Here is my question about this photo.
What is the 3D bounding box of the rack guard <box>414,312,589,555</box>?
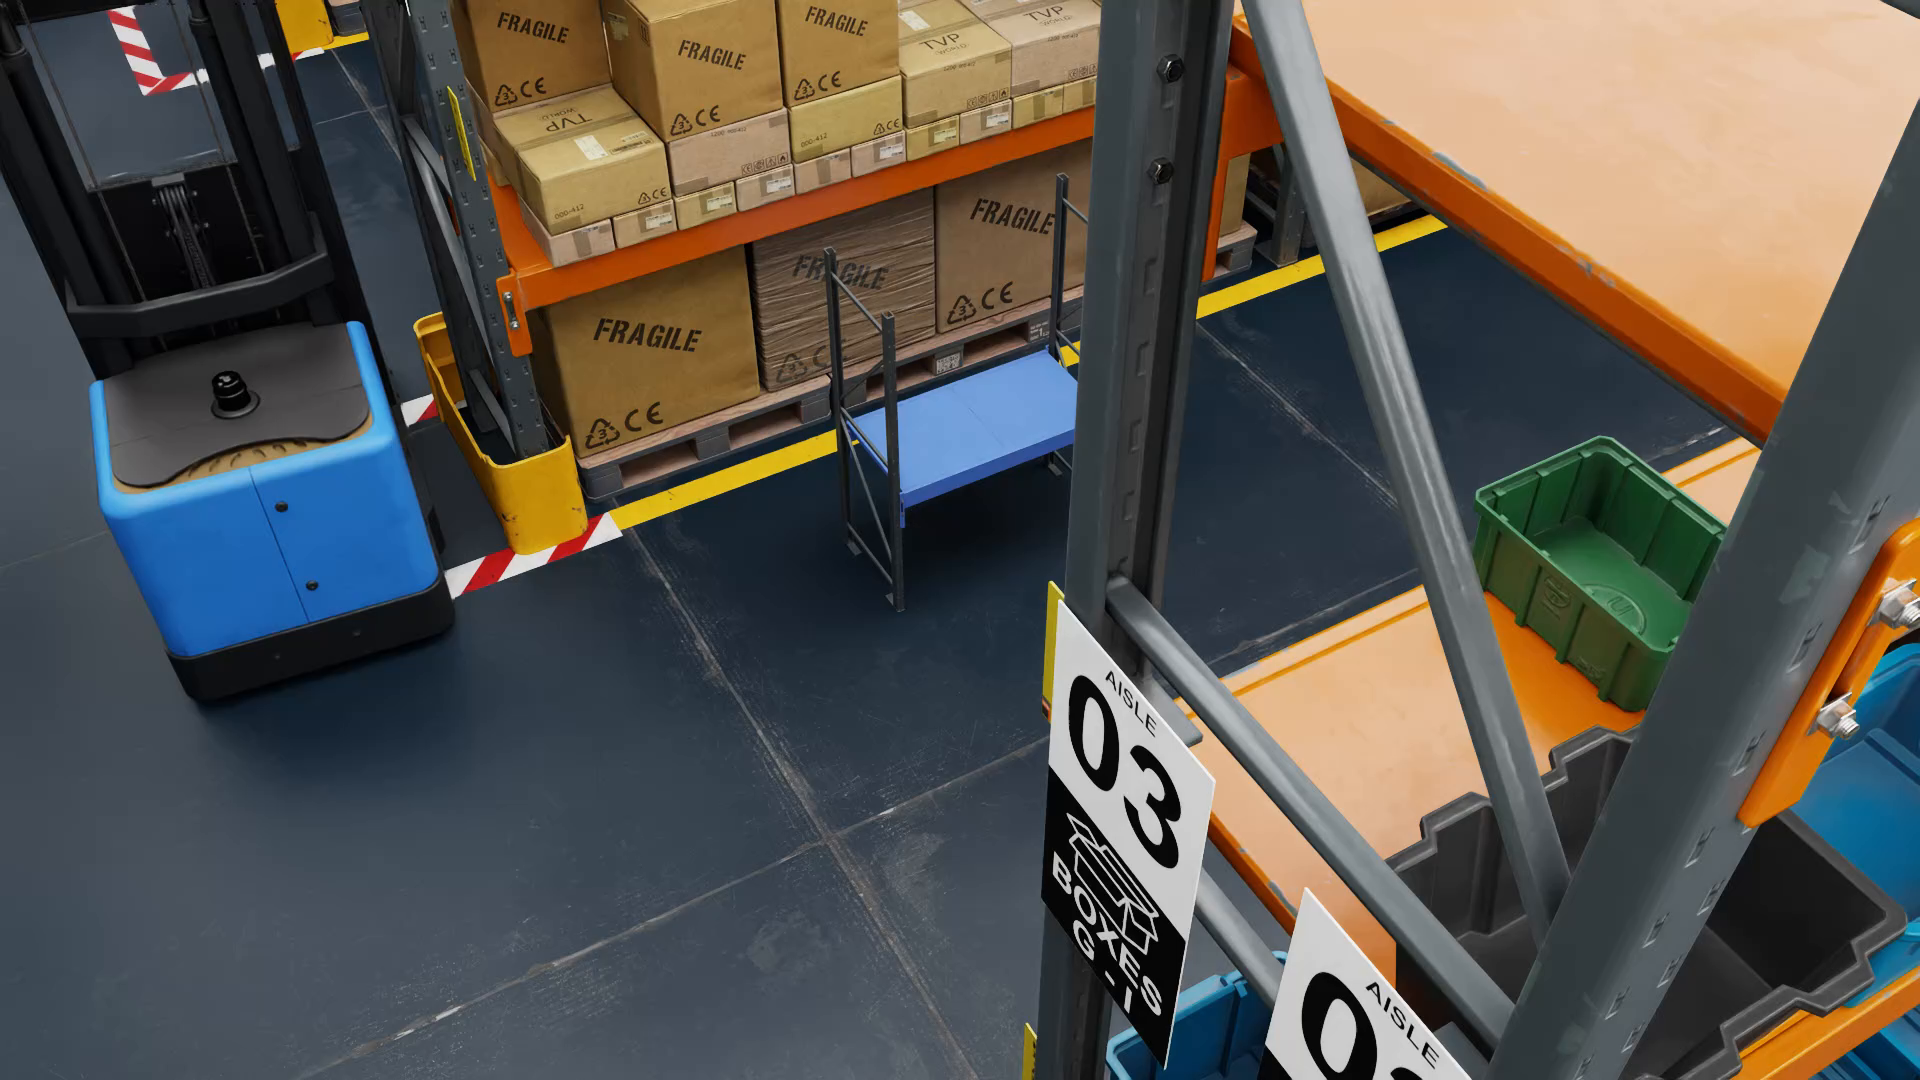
[{"bbox_3d":[-2.032,-0.509,7.345,0.348,0.500,1.175,-22,48,-21],"label":"rack guard"}]

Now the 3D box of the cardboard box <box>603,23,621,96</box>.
[{"bbox_3d":[-1.283,-1.972,6.951,0.500,0.250,0.500,-23,49,-22],"label":"cardboard box"}]

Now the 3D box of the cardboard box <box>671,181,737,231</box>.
[{"bbox_3d":[-1.096,-1.427,6.677,0.250,0.149,0.380,-23,49,-22],"label":"cardboard box"}]

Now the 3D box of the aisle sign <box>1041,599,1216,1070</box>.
[{"bbox_3d":[0.248,0.491,2.653,0.004,0.787,0.394,-22,48,-21],"label":"aisle sign"}]

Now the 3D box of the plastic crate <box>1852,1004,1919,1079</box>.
[{"bbox_3d":[2.236,1.167,3.900,0.300,0.233,0.416,-22,48,-21],"label":"plastic crate"}]

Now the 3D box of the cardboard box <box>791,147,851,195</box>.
[{"bbox_3d":[-0.649,-1.606,6.861,0.250,0.149,0.380,-23,49,-22],"label":"cardboard box"}]

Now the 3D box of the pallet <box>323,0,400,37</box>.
[{"bbox_3d":[-3.607,-3.731,10.872,1.213,0.211,1.003,-22,48,-21],"label":"pallet"}]

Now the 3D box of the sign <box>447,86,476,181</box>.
[{"bbox_3d":[-1.740,-1.417,5.807,0.005,0.325,0.100,-22,48,-21],"label":"sign"}]

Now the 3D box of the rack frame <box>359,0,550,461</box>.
[{"bbox_3d":[-2.011,-1.415,6.483,0.127,3.000,1.000,-22,48,-21],"label":"rack frame"}]

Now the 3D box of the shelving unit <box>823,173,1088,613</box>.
[{"bbox_3d":[0.074,-0.568,6.688,1.048,1.500,0.538,-22,48,-21],"label":"shelving unit"}]

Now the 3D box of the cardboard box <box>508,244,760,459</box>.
[{"bbox_3d":[-1.496,-1.073,7.356,0.875,0.875,0.875,-22,48,-21],"label":"cardboard box"}]

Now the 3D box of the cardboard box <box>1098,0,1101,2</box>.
[{"bbox_3d":[0.755,-2.632,7.093,0.500,0.500,0.500,-21,48,-21],"label":"cardboard box"}]

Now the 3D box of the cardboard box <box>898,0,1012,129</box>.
[{"bbox_3d":[-0.126,-2.012,6.993,0.500,0.250,0.500,-23,49,-22],"label":"cardboard box"}]

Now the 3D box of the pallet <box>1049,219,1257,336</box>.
[{"bbox_3d":[0.759,-1.585,8.661,1.213,0.211,1.003,-22,48,-21],"label":"pallet"}]

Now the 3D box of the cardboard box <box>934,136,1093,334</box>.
[{"bbox_3d":[0.064,-1.698,7.999,0.875,0.875,0.875,-22,48,-21],"label":"cardboard box"}]

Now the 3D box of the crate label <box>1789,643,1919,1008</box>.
[{"bbox_3d":[1.417,0.428,2.537,0.502,0.251,0.408,-22,48,-21],"label":"crate label"}]

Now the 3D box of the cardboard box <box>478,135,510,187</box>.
[{"bbox_3d":[-1.867,-1.647,6.903,0.250,0.149,0.380,-21,48,-20],"label":"cardboard box"}]

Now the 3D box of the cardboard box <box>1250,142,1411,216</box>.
[{"bbox_3d":[2.002,-2.425,8.748,0.875,0.875,1.225,-22,48,-21],"label":"cardboard box"}]

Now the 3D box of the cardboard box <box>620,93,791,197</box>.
[{"bbox_3d":[-1.013,-1.655,6.625,0.500,0.250,0.500,-22,48,-21],"label":"cardboard box"}]

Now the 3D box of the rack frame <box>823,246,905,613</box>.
[{"bbox_3d":[-0.367,-0.391,6.506,0.032,1.500,0.500,-22,48,-21],"label":"rack frame"}]

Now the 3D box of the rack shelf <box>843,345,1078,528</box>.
[{"bbox_3d":[0.074,-0.439,6.813,1.000,0.185,0.538,-22,48,-21],"label":"rack shelf"}]

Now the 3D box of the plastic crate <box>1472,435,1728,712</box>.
[{"bbox_3d":[1.169,0.061,2.961,0.336,0.188,0.450,-22,48,-21],"label":"plastic crate"}]

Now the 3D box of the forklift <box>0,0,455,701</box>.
[{"bbox_3d":[-3.103,-1.467,6.587,1.130,2.935,3.031,-17,47,-17],"label":"forklift"}]

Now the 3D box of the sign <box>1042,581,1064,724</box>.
[{"bbox_3d":[0.168,0.211,2.730,0.005,0.325,0.100,-22,48,-21],"label":"sign"}]

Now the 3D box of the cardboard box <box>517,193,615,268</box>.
[{"bbox_3d":[-1.539,-1.248,6.492,0.250,0.149,0.380,-21,48,-21],"label":"cardboard box"}]

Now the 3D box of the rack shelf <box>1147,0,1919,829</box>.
[{"bbox_3d":[2.190,-0.869,2.417,4.000,0.370,1.077,-22,48,-21],"label":"rack shelf"}]

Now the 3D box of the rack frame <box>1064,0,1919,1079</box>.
[{"bbox_3d":[0.456,-0.577,1.312,0.127,3.000,1.000,-22,48,-21],"label":"rack frame"}]

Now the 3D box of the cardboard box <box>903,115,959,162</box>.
[{"bbox_3d":[-0.206,-1.783,7.043,0.250,0.149,0.380,-23,49,-22],"label":"cardboard box"}]

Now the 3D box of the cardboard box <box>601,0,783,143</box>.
[{"bbox_3d":[-1.027,-1.914,6.353,0.500,0.500,0.500,-23,49,-22],"label":"cardboard box"}]

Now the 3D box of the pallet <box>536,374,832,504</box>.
[{"bbox_3d":[-1.357,-0.739,7.789,1.213,0.211,1.003,-22,48,-21],"label":"pallet"}]

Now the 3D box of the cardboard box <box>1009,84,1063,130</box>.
[{"bbox_3d":[0.242,-1.963,7.228,0.250,0.149,0.380,-23,48,-22],"label":"cardboard box"}]

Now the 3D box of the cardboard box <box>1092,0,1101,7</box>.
[{"bbox_3d":[0.757,-2.363,7.354,0.500,0.250,0.500,-20,48,-20],"label":"cardboard box"}]
